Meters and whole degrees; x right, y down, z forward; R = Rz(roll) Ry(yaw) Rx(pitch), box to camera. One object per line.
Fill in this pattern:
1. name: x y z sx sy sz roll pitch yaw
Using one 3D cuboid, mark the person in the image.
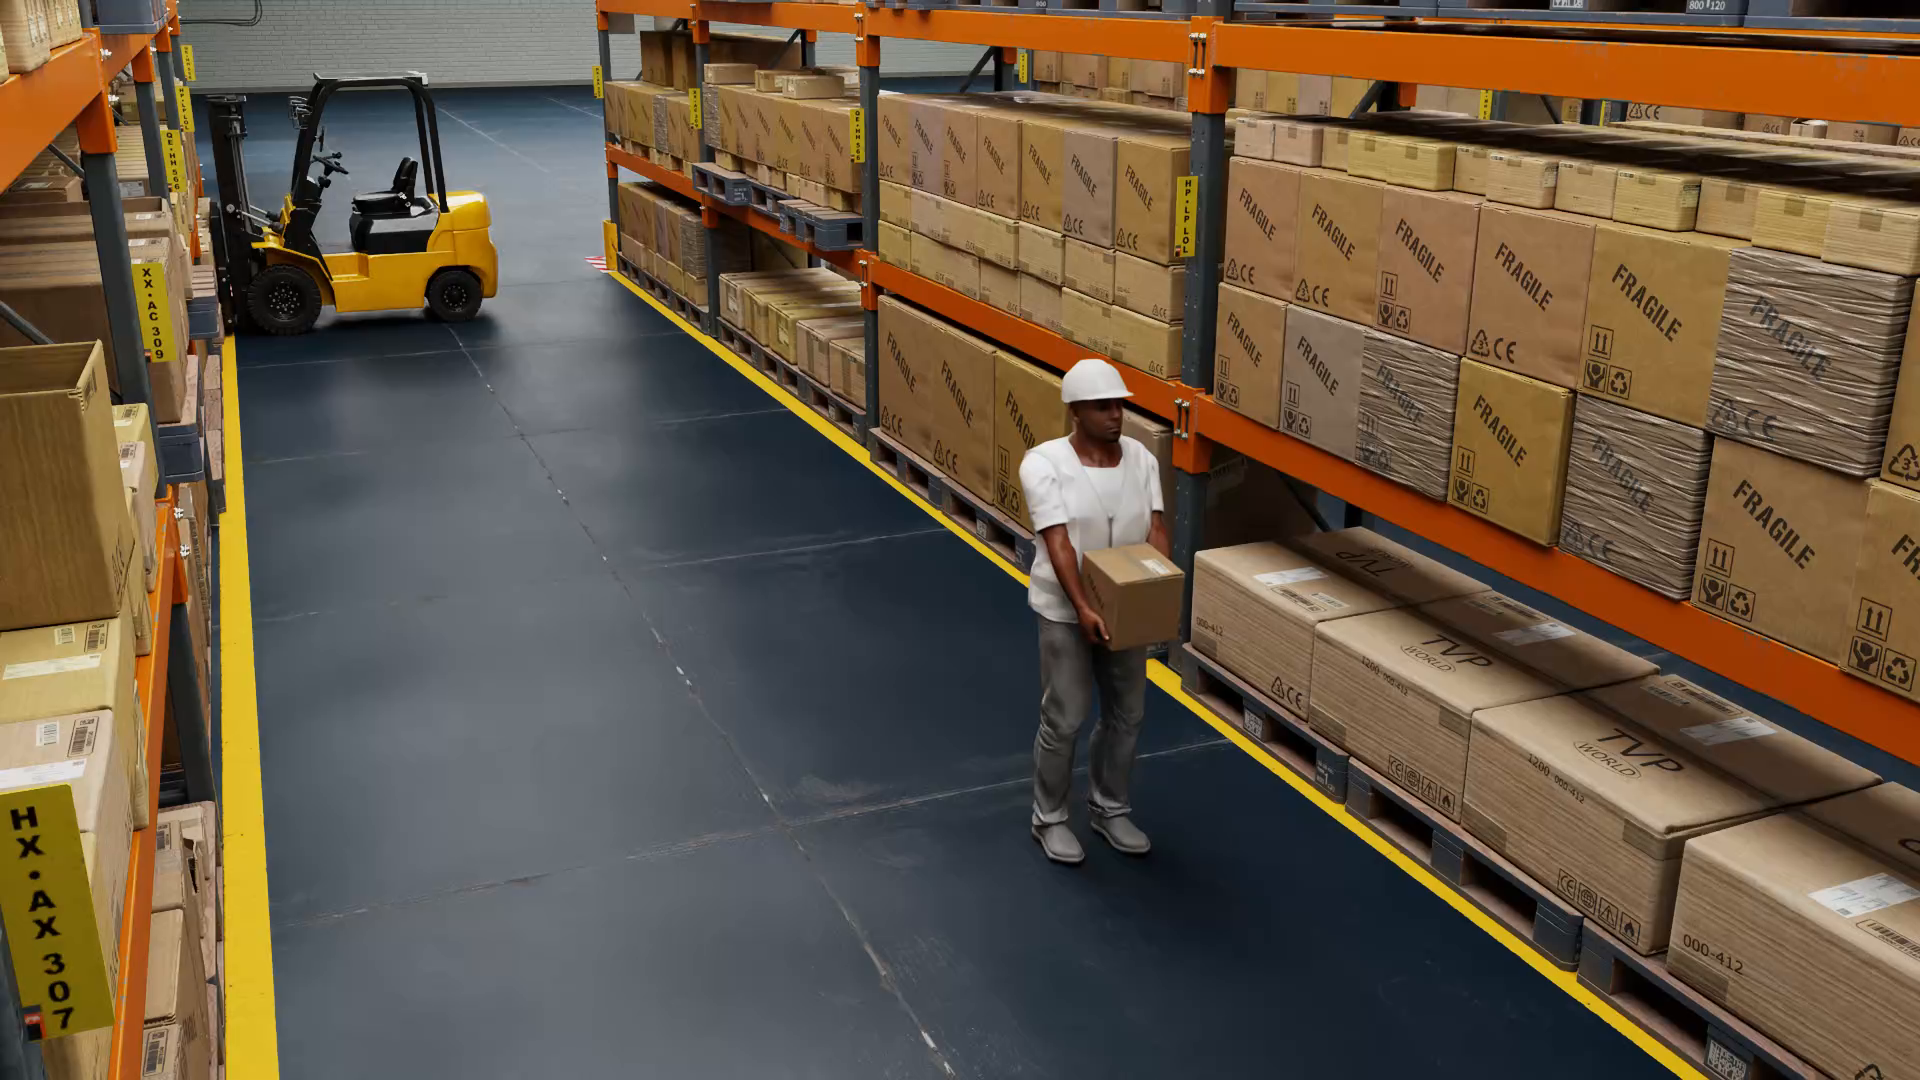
1. person: 0.504 0.272 5.731 0.504 1.760 0.575 -8 20 -22
